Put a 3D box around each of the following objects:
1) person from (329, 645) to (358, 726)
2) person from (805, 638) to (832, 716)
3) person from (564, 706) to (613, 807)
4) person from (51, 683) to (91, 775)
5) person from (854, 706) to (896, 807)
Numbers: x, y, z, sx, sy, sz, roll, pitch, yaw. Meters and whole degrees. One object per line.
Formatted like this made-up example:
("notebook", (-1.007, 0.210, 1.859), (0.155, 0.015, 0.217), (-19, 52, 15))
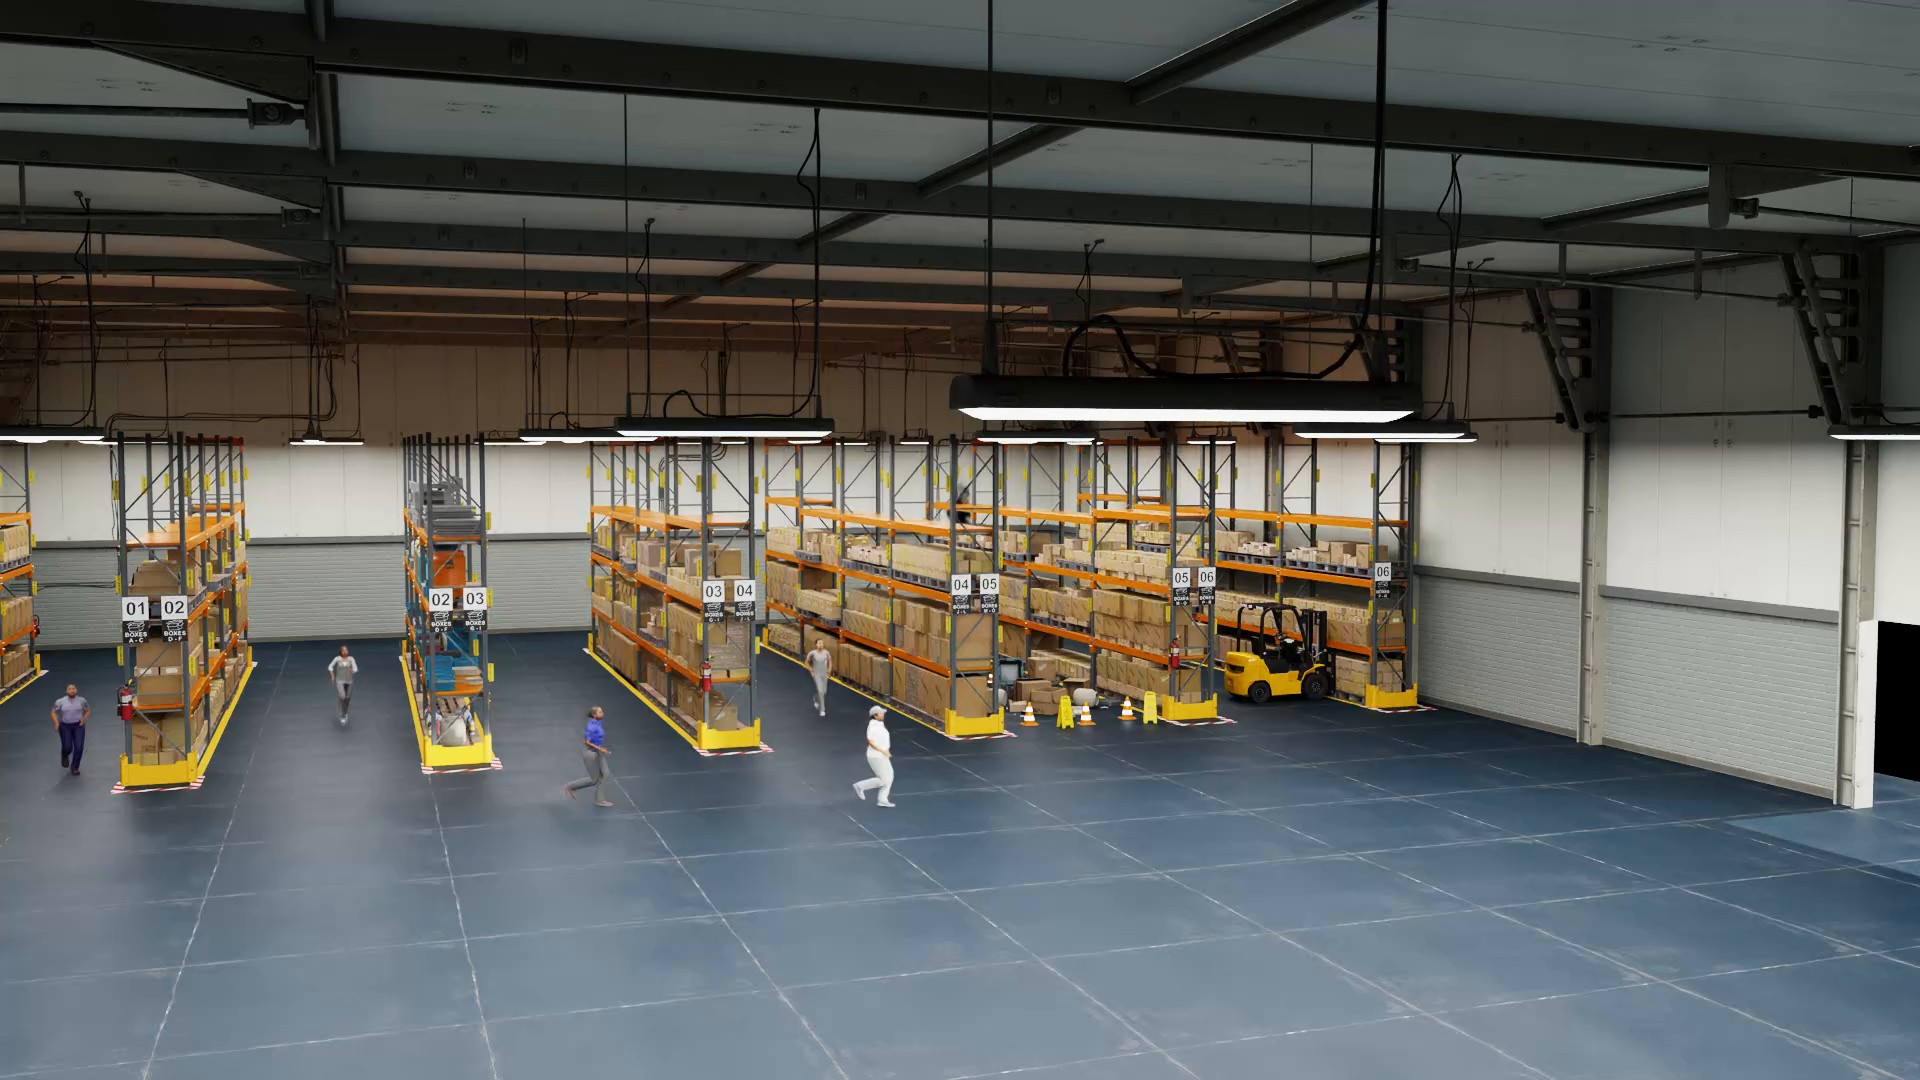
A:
("person", (-12.804, 3.005, 34.502), (0.454, 1.646, 0.728), (-2, 4, -34))
("person", (-3.043, 2.924, 35.806), (0.583, 1.655, 0.797), (-2, 4, -26))
("person", (-5.918, 3.450, 26.532), (0.761, 1.629, 0.565), (0, 3, -2))
("person", (-15.557, 3.312, 29.138), (0.608, 1.602, 0.549), (-2, 4, -35))
("person", (-1.356, 3.450, 26.482), (0.663, 1.635, 0.609), (0, 3, 0))
